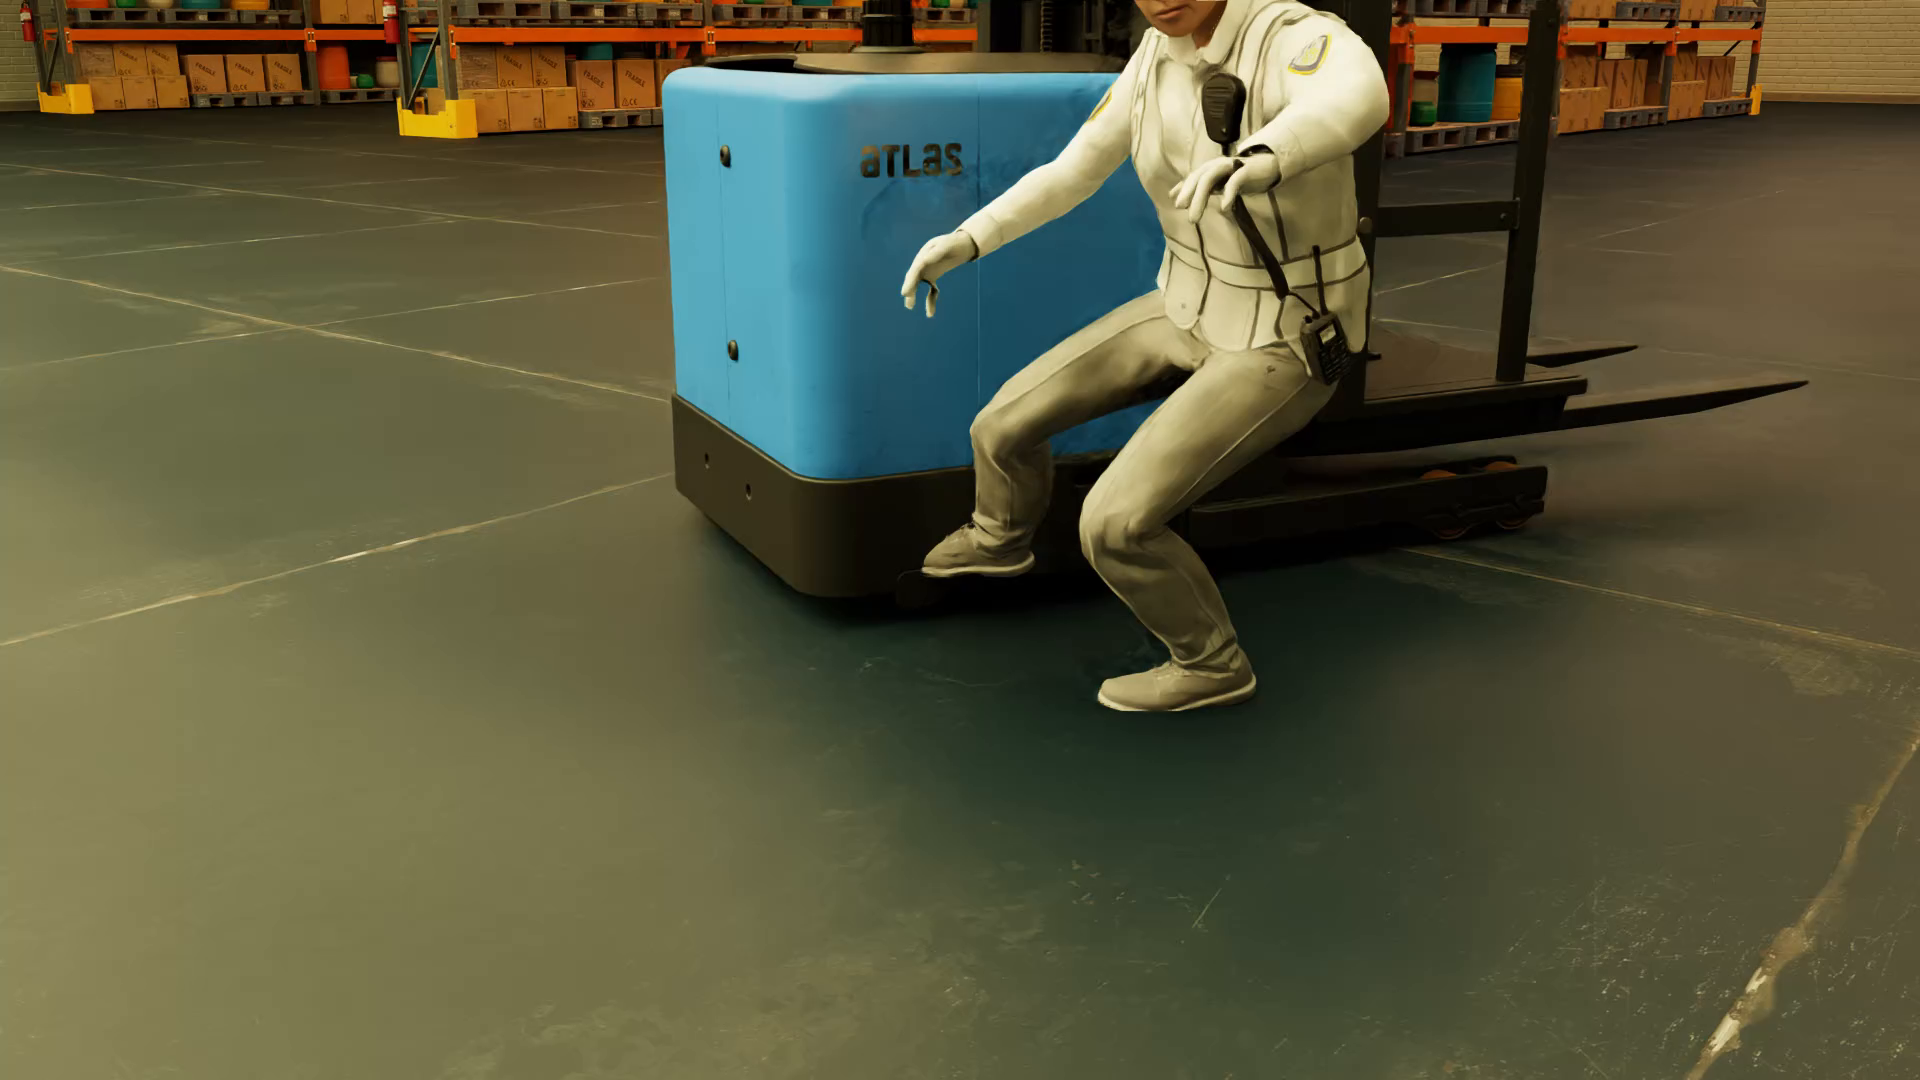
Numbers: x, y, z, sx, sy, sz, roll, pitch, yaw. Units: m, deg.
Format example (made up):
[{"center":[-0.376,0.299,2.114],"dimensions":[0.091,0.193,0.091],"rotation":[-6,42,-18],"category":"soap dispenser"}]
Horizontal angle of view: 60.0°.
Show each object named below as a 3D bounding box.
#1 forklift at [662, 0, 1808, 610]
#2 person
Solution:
[{"center":[0.854,-1.532,3.942],"dimensions":[3.031,2.935,1.130],"rotation":[-8,19,-24],"category":"forklift"},{"center":[0.234,-0.354,2.730],"dimensions":[0.794,1.426,1.335],"rotation":[-11,20,-32],"category":"person"}]
